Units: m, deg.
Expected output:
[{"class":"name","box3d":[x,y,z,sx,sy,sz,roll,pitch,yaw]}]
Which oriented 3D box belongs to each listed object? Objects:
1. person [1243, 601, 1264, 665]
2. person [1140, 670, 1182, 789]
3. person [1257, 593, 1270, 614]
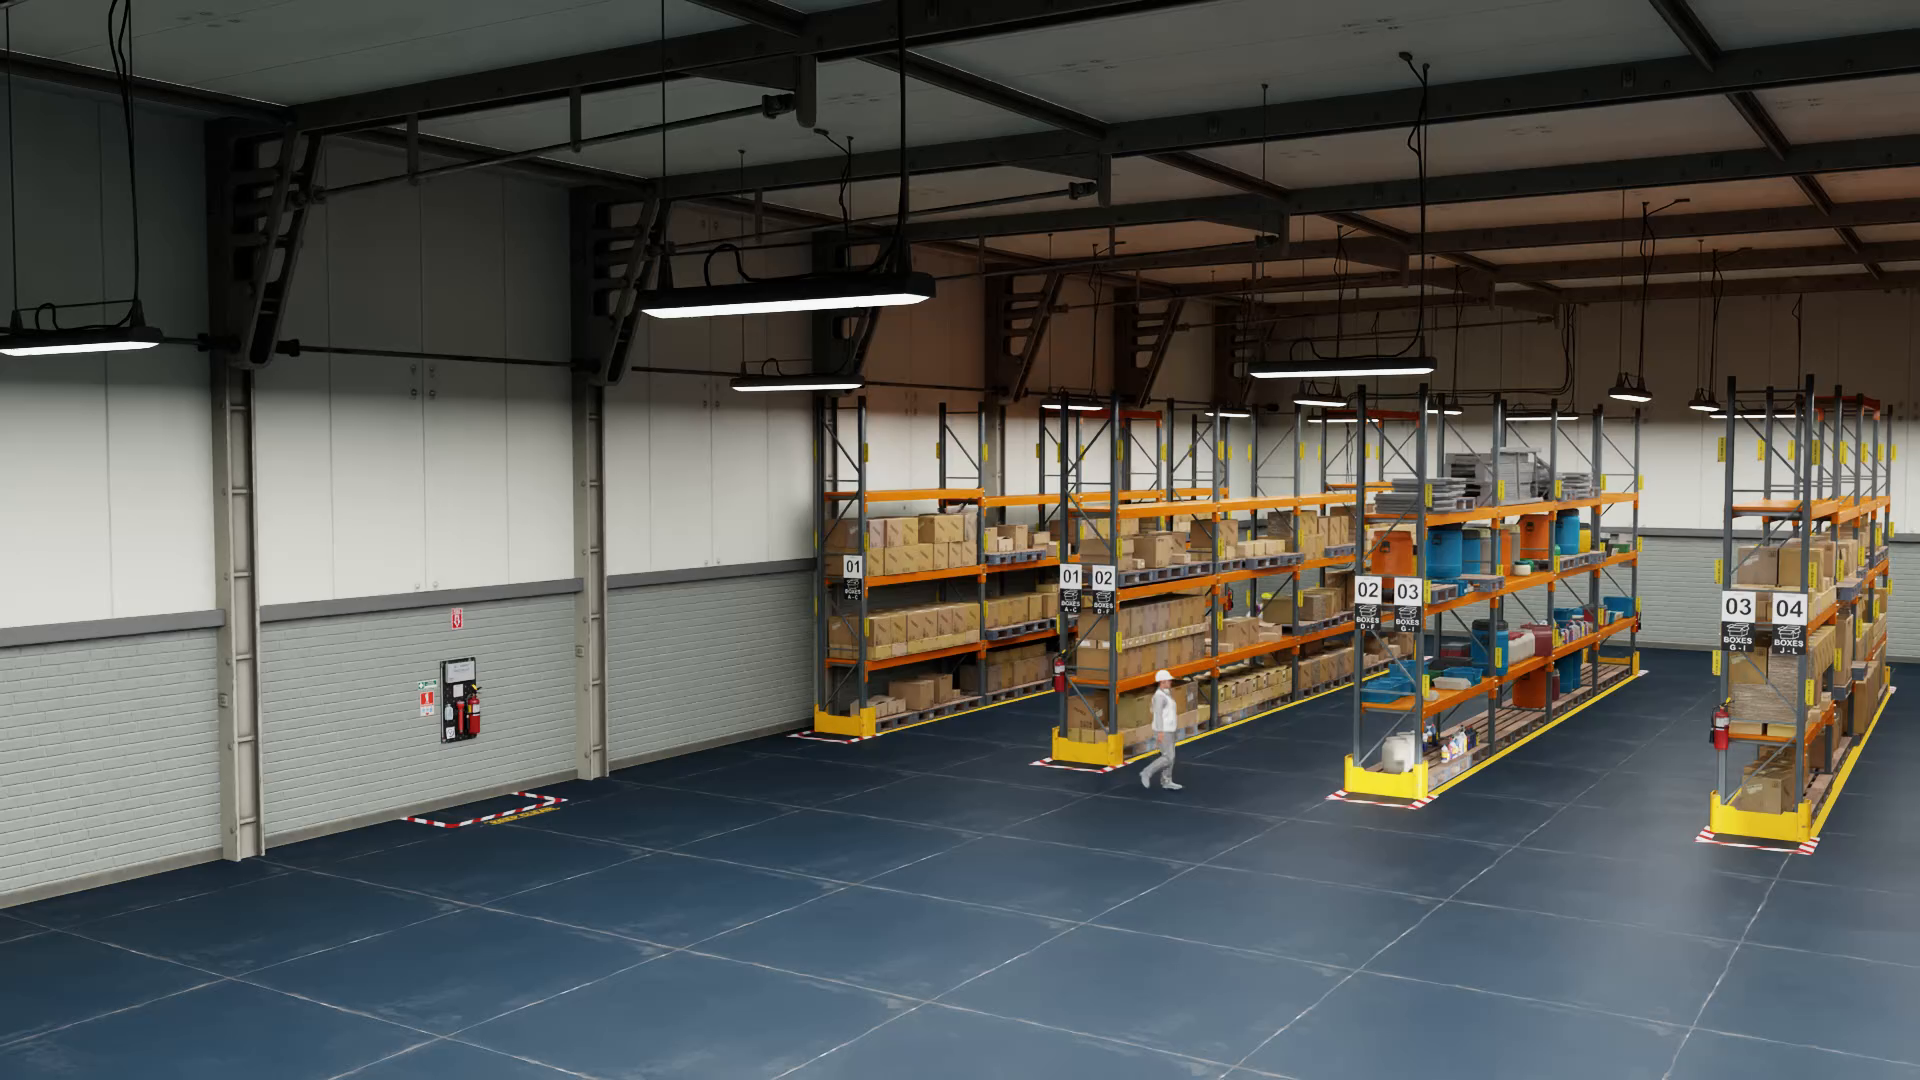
[{"class":"person","box3d":[6.434,2.181,36.648,0.602,1.724,1.034,2,4,33]},{"class":"person","box3d":[2.989,2.811,24.645,0.608,1.765,0.555,1,3,17]},{"class":"person","box3d":[7.407,2.084,39.740,0.731,1.667,0.693,3,4,43]}]
